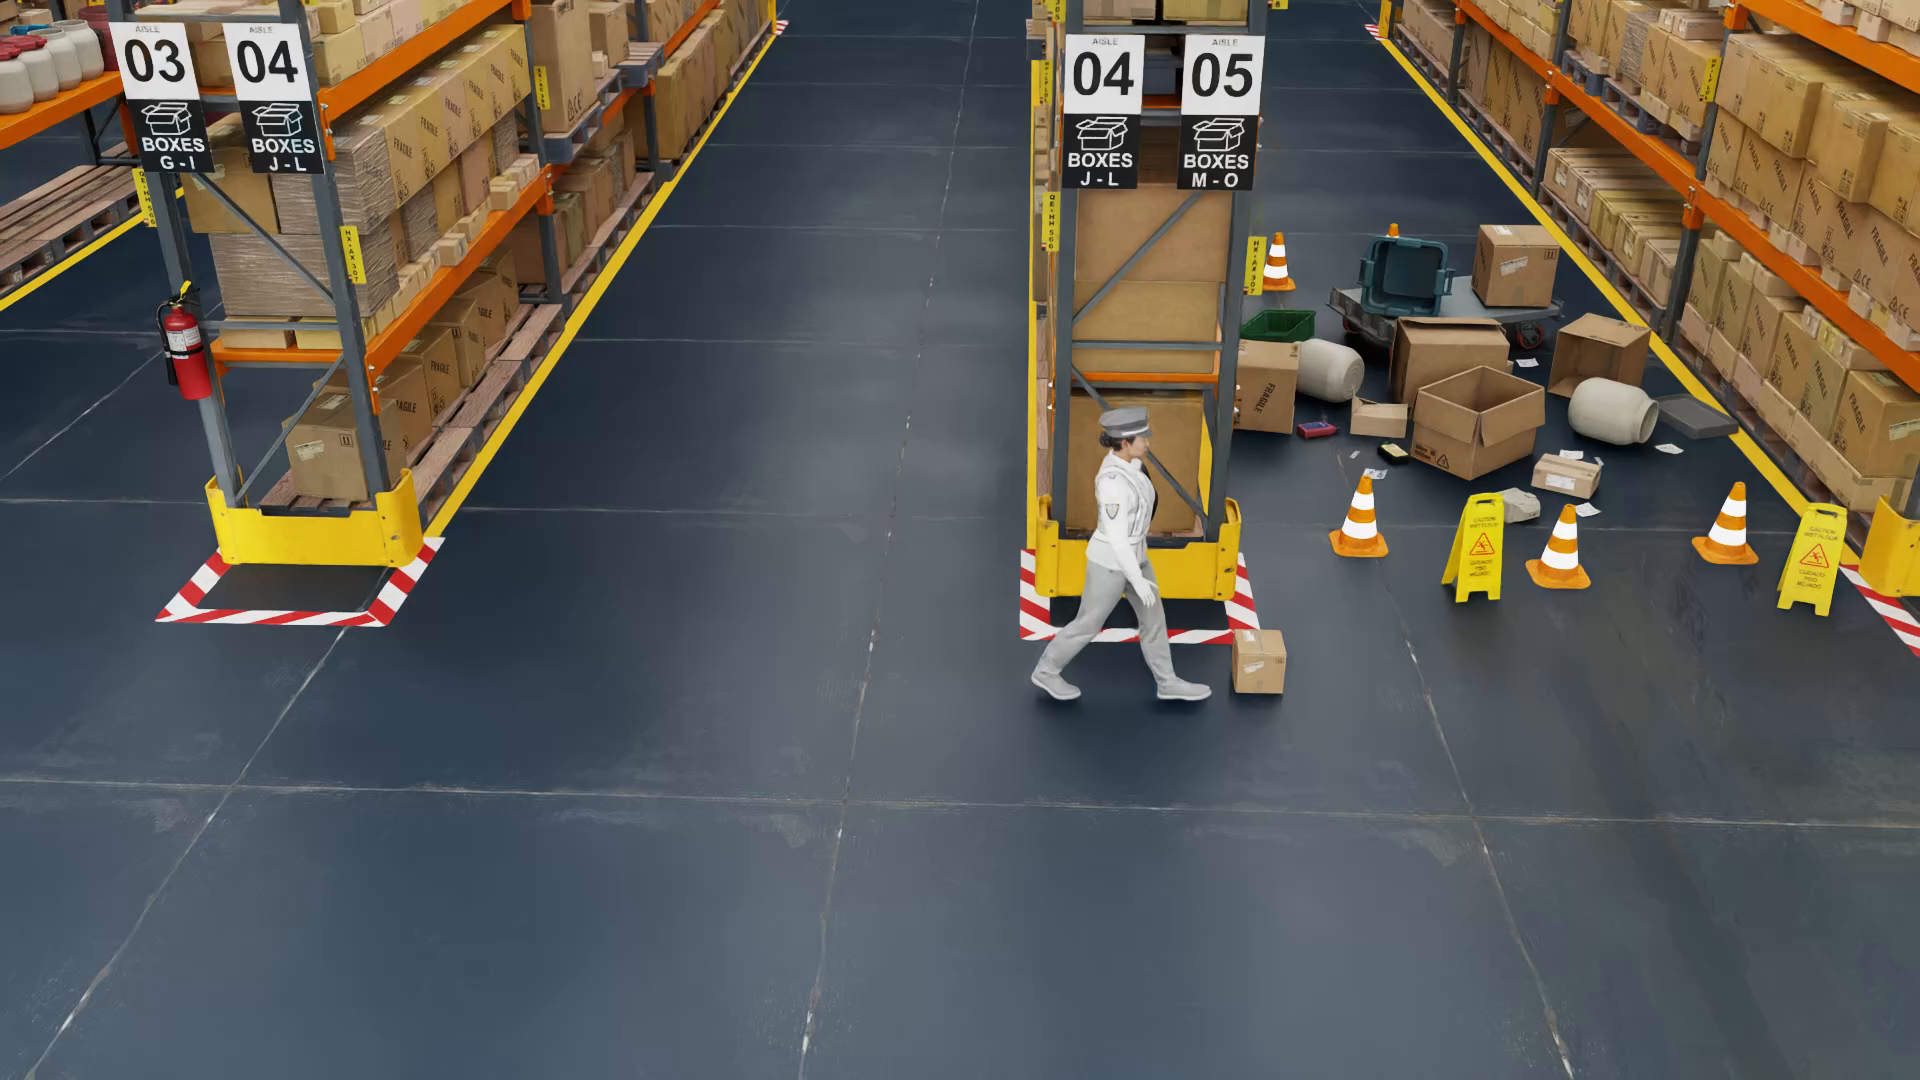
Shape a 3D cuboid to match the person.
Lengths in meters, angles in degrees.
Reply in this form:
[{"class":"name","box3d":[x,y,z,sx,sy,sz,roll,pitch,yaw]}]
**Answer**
[{"class":"person","box3d":[0.842,0.107,8.404,0.927,1.633,0.501,10,30,18]}]
